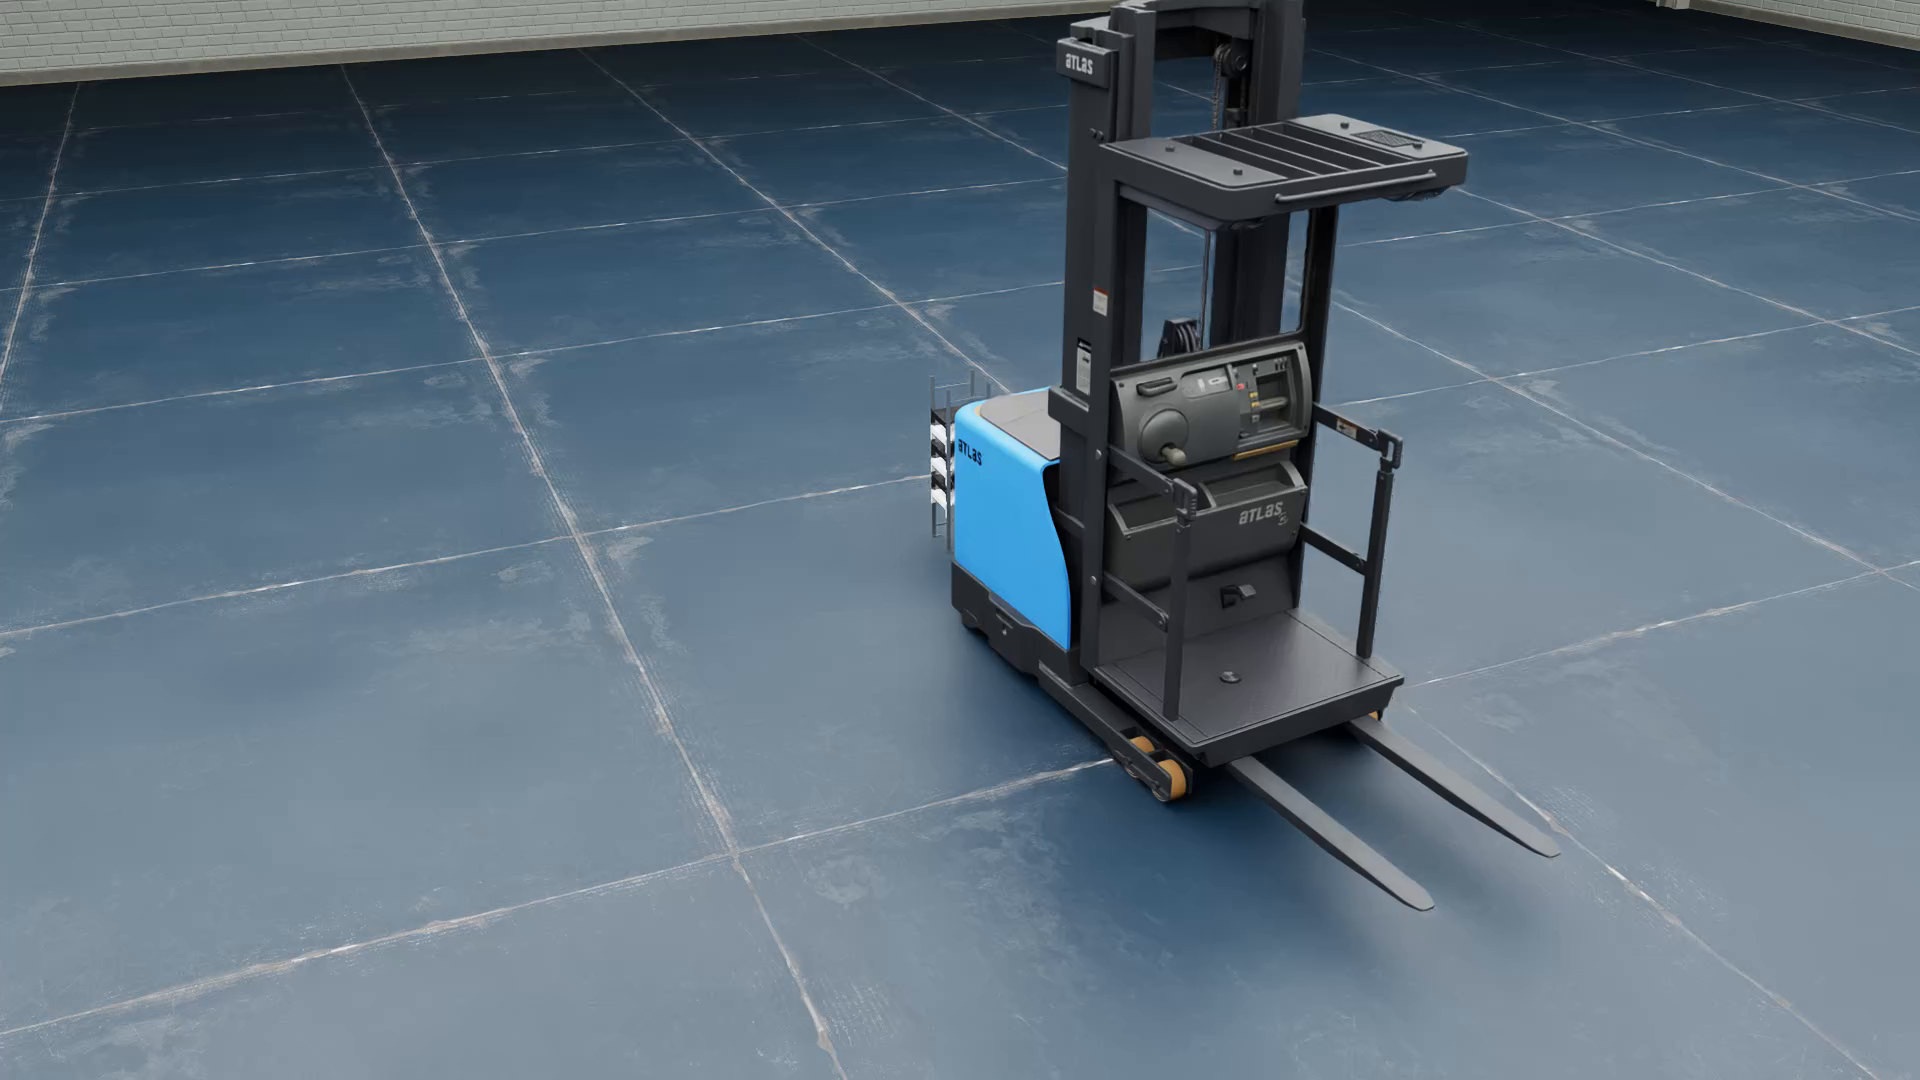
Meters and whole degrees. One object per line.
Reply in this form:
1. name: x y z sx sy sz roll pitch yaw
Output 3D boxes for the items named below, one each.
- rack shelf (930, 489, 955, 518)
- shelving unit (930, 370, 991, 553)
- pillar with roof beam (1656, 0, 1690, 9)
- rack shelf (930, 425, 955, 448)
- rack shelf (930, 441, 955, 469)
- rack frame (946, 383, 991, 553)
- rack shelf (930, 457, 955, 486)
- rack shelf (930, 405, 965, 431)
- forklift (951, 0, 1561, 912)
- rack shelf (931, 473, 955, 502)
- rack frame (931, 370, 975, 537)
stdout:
1. rack shelf: 0.003 -0.209 8.639 0.258 0.077 0.200 -11 28 -21
2. shelving unit: 0.003 -0.401 8.546 0.258 0.900 0.210 -11 28 -21
3. pillar with roof beam: 6.957 -11.467 21.979 9.100 9.000 0.400 -11 28 -21
4. rack shelf: 0.003 -0.533 8.481 0.258 0.077 0.200 -11 28 -21
5. rack shelf: 0.003 -0.452 8.521 0.258 0.077 0.200 -11 28 -21
6. rack frame: 0.043 -0.360 8.462 0.240 0.900 0.006 -11 28 -21
7. rack shelf: 0.003 -0.371 8.560 0.258 0.077 0.200 -11 28 -21
8. rack shelf: 0.003 -0.614 8.442 0.258 0.077 0.200 -11 28 -21
9. forklift: 1.122 -0.505 6.444 1.130 2.935 3.031 -14 29 -26
10. rack shelf: 0.003 -0.290 8.600 0.258 0.077 0.200 -11 28 -21
11. rack frame: -0.037 -0.442 8.630 0.240 0.900 0.006 -11 28 -21
